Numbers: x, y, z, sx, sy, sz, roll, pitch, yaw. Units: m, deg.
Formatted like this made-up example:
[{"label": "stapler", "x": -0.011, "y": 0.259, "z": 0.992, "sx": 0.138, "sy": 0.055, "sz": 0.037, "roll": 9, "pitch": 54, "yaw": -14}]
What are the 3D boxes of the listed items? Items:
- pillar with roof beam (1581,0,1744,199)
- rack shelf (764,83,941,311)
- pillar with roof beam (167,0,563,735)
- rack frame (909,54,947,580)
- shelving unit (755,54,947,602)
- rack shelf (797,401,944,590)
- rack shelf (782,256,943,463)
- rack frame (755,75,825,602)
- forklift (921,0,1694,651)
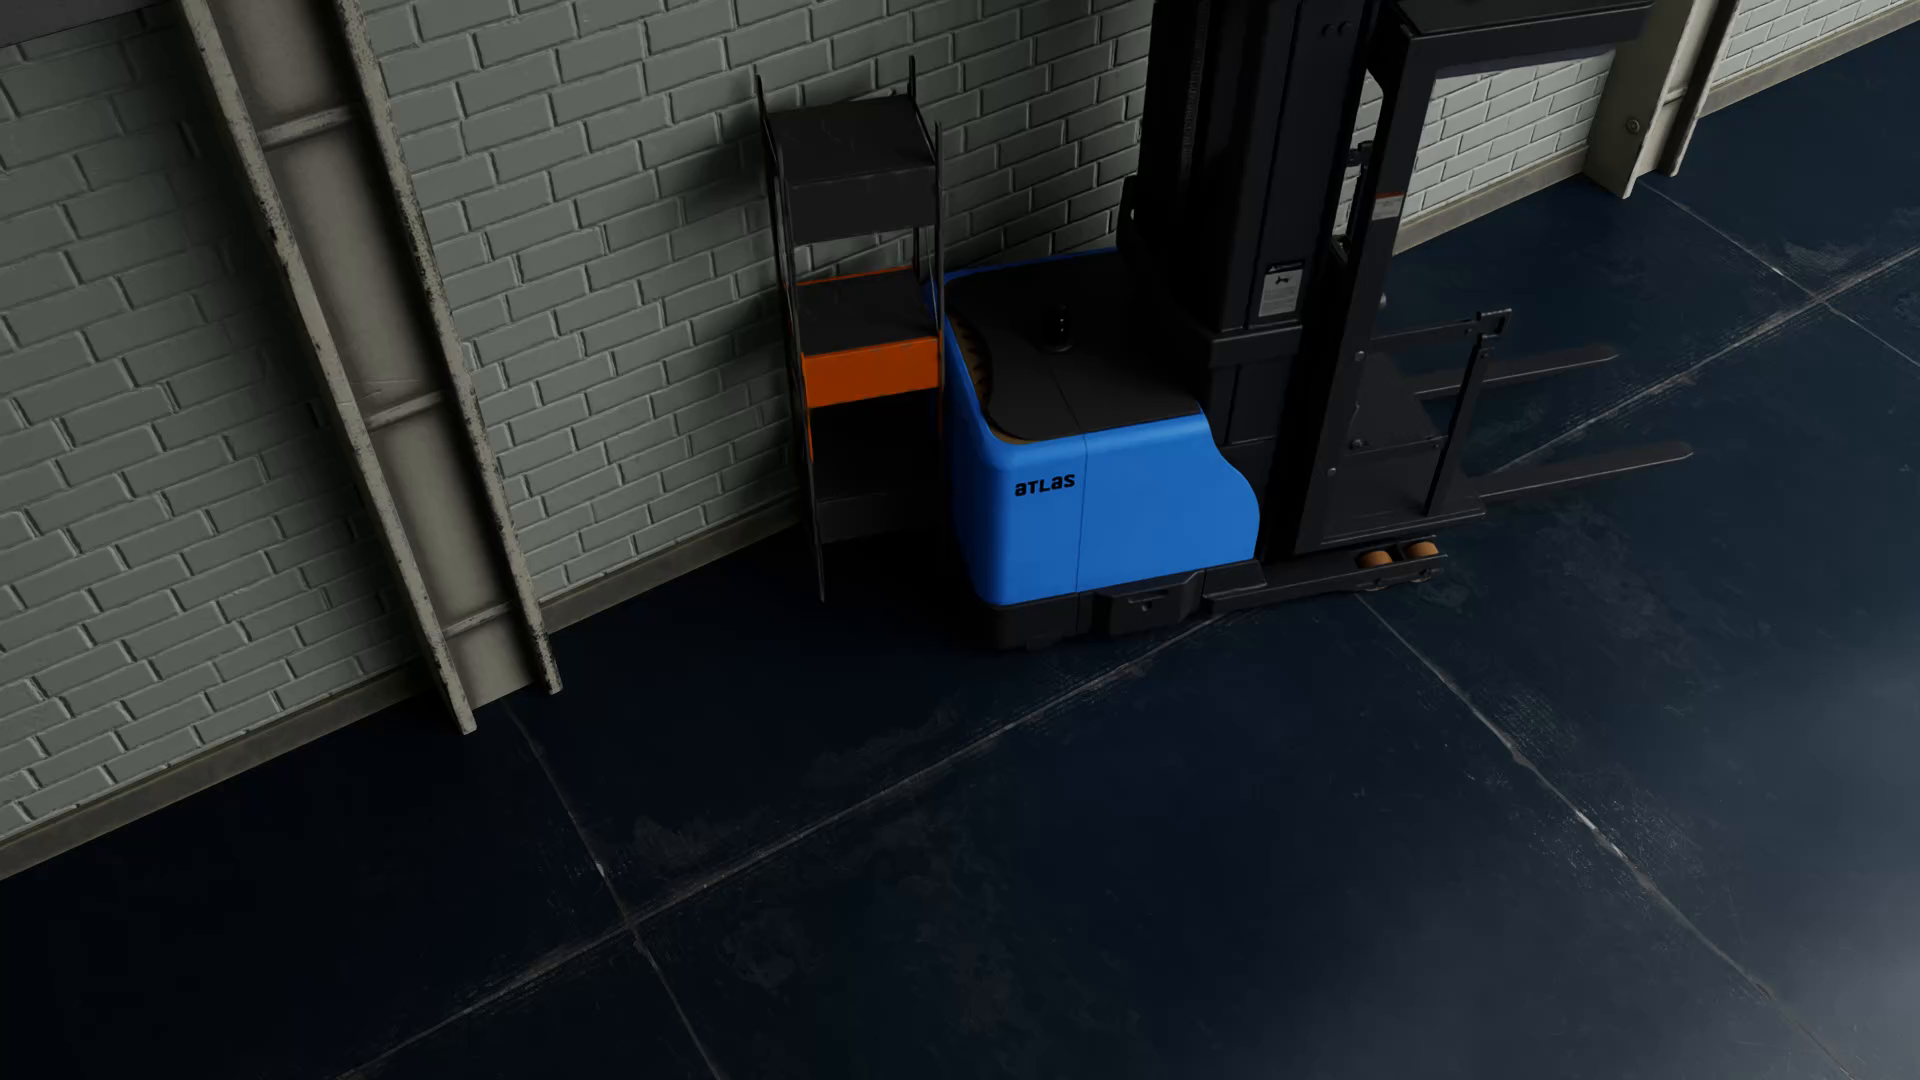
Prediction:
[{"label": "pillar with roof beam", "x": 5.644, "y": -2.128, "z": 2.564, "sx": 0.400, "sy": 9.000, "sz": 9.100, "roll": -25, "pitch": 53, "yaw": -21}, {"label": "rack shelf", "x": -0.345, "y": -1.102, "z": 5.352, "sx": 0.480, "sy": 0.518, "sz": 0.431, "roll": -10, "pitch": 49, "yaw": -9}, {"label": "pillar with roof beam", "x": 0.570, "y": 0.263, "z": 0.435, "sx": 0.400, "sy": 9.000, "sz": 9.100, "roll": -25, "pitch": 53, "yaw": -21}, {"label": "rack frame", "x": -0.108, "y": -0.689, "z": 5.903, "sx": 0.015, "sy": 2.100, "sz": 0.400, "roll": -10, "pitch": 49, "yaw": -9}, {"label": "shelving unit", "x": -0.344, "y": -0.645, "z": 5.864, "sx": 0.503, "sy": 2.100, "sz": 0.431, "roll": -10, "pitch": 49, "yaw": -9}, {"label": "rack shelf", "x": -0.344, "y": -0.170, "z": 6.396, "sx": 0.480, "sy": 0.518, "sz": 0.431, "roll": -10, "pitch": 49, "yaw": -9}, {"label": "rack shelf", "x": -0.344, "y": -0.636, "z": 5.874, "sx": 0.480, "sy": 0.518, "sz": 0.431, "roll": -10, "pitch": 49, "yaw": -9}, {"label": "rack frame", "x": -0.581, "y": -0.602, "z": 5.825, "sx": 0.015, "sy": 2.100, "sz": 0.400, "roll": -10, "pitch": 49, "yaw": -9}, {"label": "forklift", "x": 1.414, "y": -1.149, "z": 5.756, "sx": 3.031, "sy": 2.935, "sz": 1.130, "roll": -10, "pitch": 49, "yaw": -9}]
